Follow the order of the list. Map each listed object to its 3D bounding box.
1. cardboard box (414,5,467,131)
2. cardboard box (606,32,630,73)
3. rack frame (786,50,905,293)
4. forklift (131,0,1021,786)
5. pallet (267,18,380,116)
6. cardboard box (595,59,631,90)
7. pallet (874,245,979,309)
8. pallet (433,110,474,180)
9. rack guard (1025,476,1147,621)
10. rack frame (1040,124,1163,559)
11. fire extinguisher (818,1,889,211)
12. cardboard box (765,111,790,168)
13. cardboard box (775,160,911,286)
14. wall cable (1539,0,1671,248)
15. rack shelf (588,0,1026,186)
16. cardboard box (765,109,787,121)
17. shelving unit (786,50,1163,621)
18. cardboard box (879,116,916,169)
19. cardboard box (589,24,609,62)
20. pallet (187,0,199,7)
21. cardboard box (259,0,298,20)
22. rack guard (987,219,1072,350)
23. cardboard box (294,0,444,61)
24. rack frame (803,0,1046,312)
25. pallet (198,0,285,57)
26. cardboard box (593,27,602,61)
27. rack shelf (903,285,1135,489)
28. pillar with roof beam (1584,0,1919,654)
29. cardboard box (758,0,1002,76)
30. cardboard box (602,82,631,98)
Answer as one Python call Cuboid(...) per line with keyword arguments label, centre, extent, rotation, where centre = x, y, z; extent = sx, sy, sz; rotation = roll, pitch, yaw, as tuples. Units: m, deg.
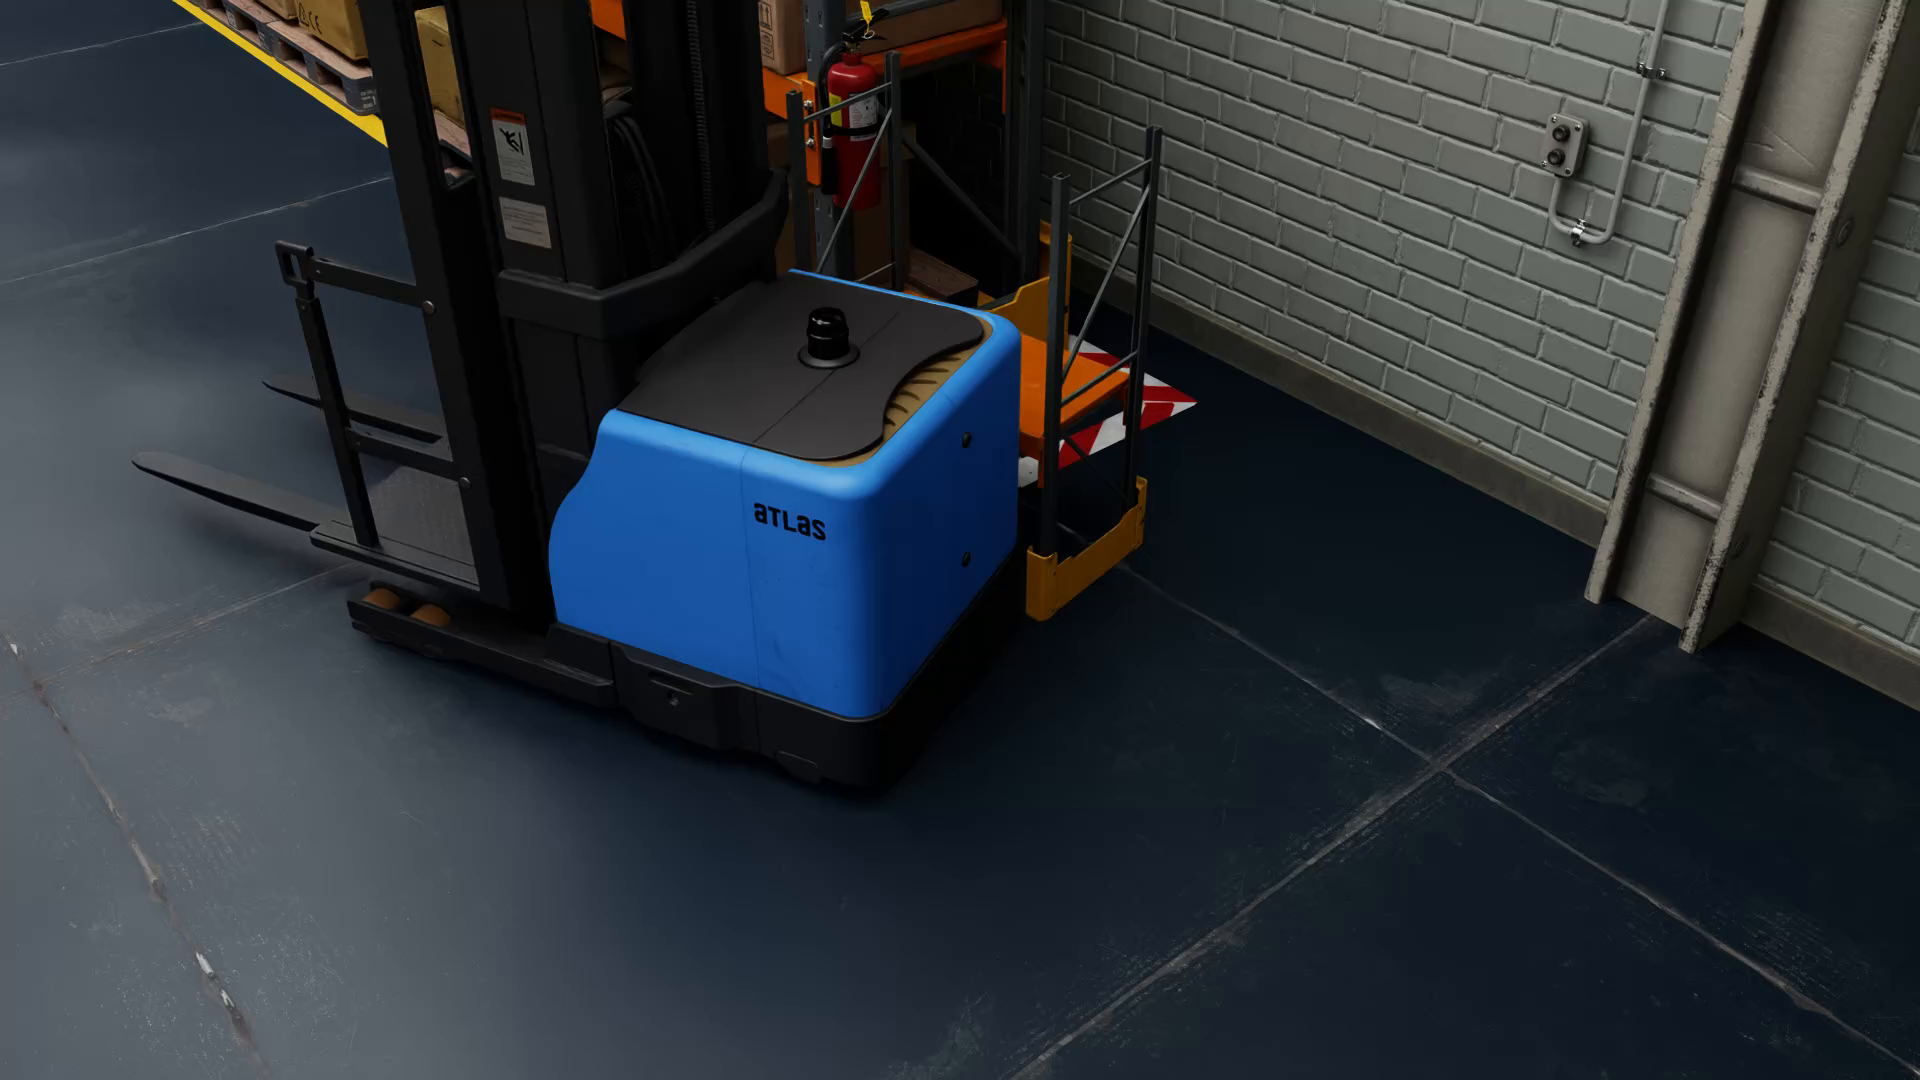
Cuboid(label="cardboard box", centre=(-2.279, -2.426, 8.379), extent=(0.700, 0.500, 0.500), rotation=(-25, 43, -31))
Cuboid(label="cardboard box", centre=(-1.380, -2.255, 7.577), extent=(0.380, 0.149, 0.250), rotation=(-27, 43, -33))
Cuboid(label="rack frame", centre=(-0.364, -0.863, 5.670), extent=(0.032, 1.500, 0.500), rotation=(25, 42, 31))
Cuboid(label="forklift", centre=(-1.364, -1.083, 4.743), extent=(3.031, 2.935, 1.130), rotation=(16, 38, 21))
Cuboid(label="pallet", centre=(-3.239, -2.817, 9.545), extent=(1.003, 0.211, 1.213), rotation=(-26, 43, -32))
Cuboid(label="cardboard box", centre=(-1.628, -1.975, 7.743), extent=(0.700, 0.500, 0.500), rotation=(-25, 42, -31))
Cuboid(label="pallet", centre=(-0.678, -1.062, 7.068), extent=(1.003, 0.211, 1.213), rotation=(-26, 43, -32))
Cuboid(label="pallet", centre=(-2.253, -2.140, 8.589), extent=(1.003, 0.211, 1.213), rotation=(-26, 43, -32))
Cuboid(label="rack guard", centre=(0.422, 0.019, 5.507), extent=(0.087, 0.250, 0.587), rotation=(25, 42, 31))
Cuboid(label="rack frame", centre=(0.423, -0.491, 5.145), extent=(0.032, 1.500, 0.500), rotation=(25, 42, 31))
Cuboid(label="fire extinguisher", centre=(-0.358, -1.454, 5.598), extent=(0.296, 0.674, 0.183), rotation=(-26, 43, -32))
Cuboid(label="cardboard box", centre=(-0.853, -1.553, 6.586), extent=(0.380, 0.149, 0.250), rotation=(-27, 43, -32))
Cuboid(label="cardboard box", centre=(-0.631, -1.300, 6.789), extent=(0.700, 0.500, 0.500), rotation=(-26, 43, -32))
Cuboid(label="wall cable", centre=(1.446, -2.079, 5.211), extent=(0.084, 1.984, 1.851), rotation=(-26, 43, -32))
Cuboid(label="rack shelf", centre=(-1.393, -2.466, 7.259), extent=(1.077, 0.370, 4.000), rotation=(-26, 43, -32))
Cuboid(label="cardboard box", centre=(-0.725, -1.807, 6.944), extent=(0.380, 0.149, 0.250), rotation=(-26, 43, -32))
Cuboid(label="shelving unit", centre=(0.036, -0.673, 5.403), extent=(1.083, 1.500, 0.587), rotation=(25, 42, 31))
Cuboid(label="cardboard box", centre=(-0.397, -1.584, 6.629), extent=(0.380, 0.149, 0.250), rotation=(-26, 43, -31))
Cuboid(label="cardboard box", centre=(-1.547, -2.368, 7.737), extent=(0.380, 0.149, 0.250), rotation=(-26, 43, -31))
Cuboid(label="pallet", centre=(-4.814, -3.895, 11.066), extent=(1.003, 0.211, 1.213), rotation=(-26, 43, -32))
Cuboid(label="cardboard box", centre=(-3.778, -3.567, 9.687), extent=(0.750, 0.750, 0.750), rotation=(-25, 42, -30))
Cuboid(label="rack guard", centre=(-0.087, -0.846, 6.512), extent=(1.175, 0.500, 0.348), rotation=(-26, 43, -32))
Cuboid(label="cardboard box", centre=(-3.203, -3.175, 9.135), extent=(0.750, 0.750, 0.750), rotation=(-25, 43, -31))
Cuboid(label="rack frame", centre=(-0.102, -1.877, 5.804), extent=(1.000, 3.000, 0.127), rotation=(-26, 43, -32))
Cuboid(label="pallet", centre=(-4.031, -3.356, 10.306), extent=(1.003, 0.211, 1.213), rotation=(-26, 43, -32))
Cuboid(label="cardboard box", centre=(-1.861, -2.241, 7.557), extent=(0.380, 0.149, 0.250), rotation=(-27, 44, -33))
Cuboid(label="rack shelf", centre=(0.029, -0.530, 5.512), extent=(1.000, 0.185, 0.538), rotation=(25, 42, 31))
Cuboid(label="pillar with roof beam", centre=(-0.988, -1.850, 0.576), extent=(9.100, 9.000, 0.400), rotation=(-26, 43, -32))
Cuboid(label="cardboard box", centre=(-0.439, -2.220, 6.030), extent=(0.980, 0.700, 0.700), rotation=(-24, 42, -30))
Cuboid(label="cardboard box", centre=(-1.279, -1.742, 7.414), extent=(0.700, 0.500, 0.500), rotation=(-28, 44, -33))
